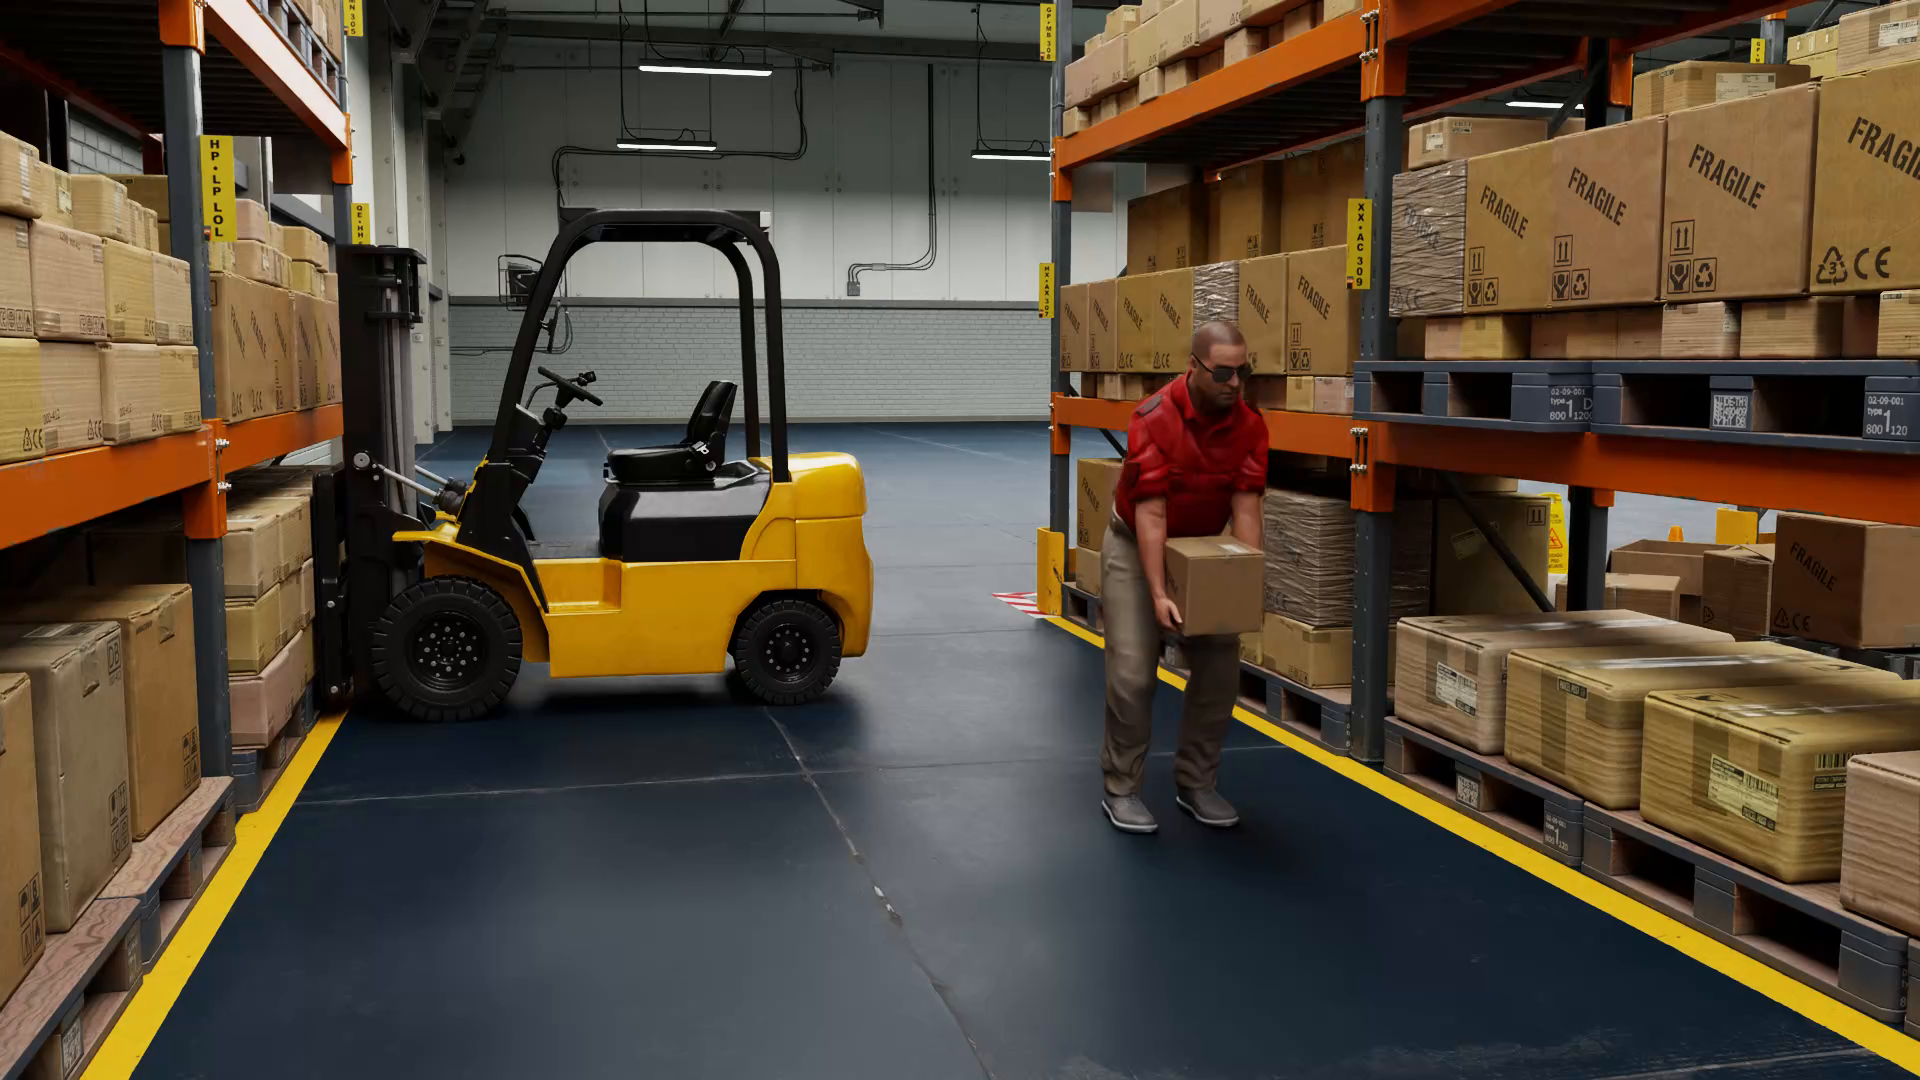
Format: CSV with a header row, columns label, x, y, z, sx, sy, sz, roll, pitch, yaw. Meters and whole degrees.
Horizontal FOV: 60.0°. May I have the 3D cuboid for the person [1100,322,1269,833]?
label,x,y,z,sx,sy,sz,roll,pitch,yaw
person,0.720,0.126,5.342,0.483,1.631,0.623,-2,6,-16
